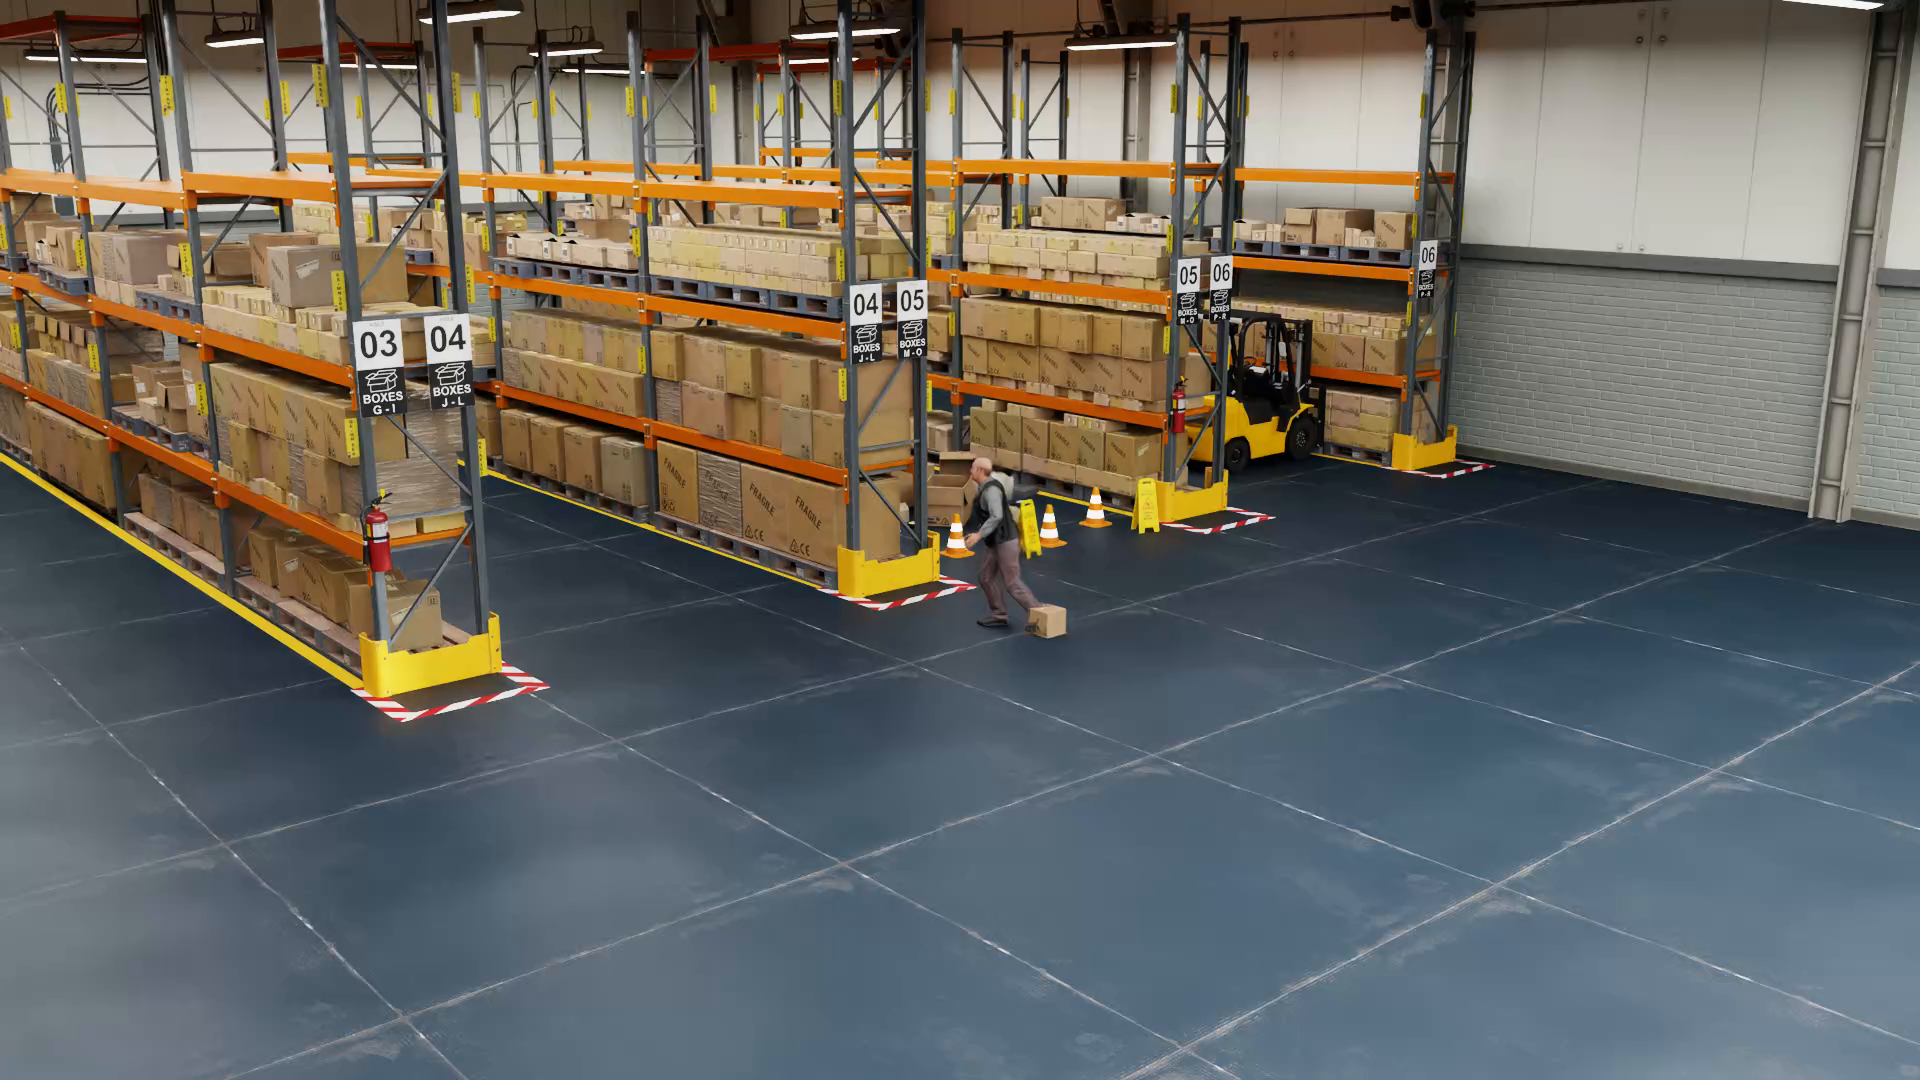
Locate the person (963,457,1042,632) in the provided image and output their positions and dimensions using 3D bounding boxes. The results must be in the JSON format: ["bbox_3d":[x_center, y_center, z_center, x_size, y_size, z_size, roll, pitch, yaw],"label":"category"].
[{"bbox_3d":[0.410,0.043,15.979,0.804,1.671,0.694,-2,14,-8],"label":"person"}]
